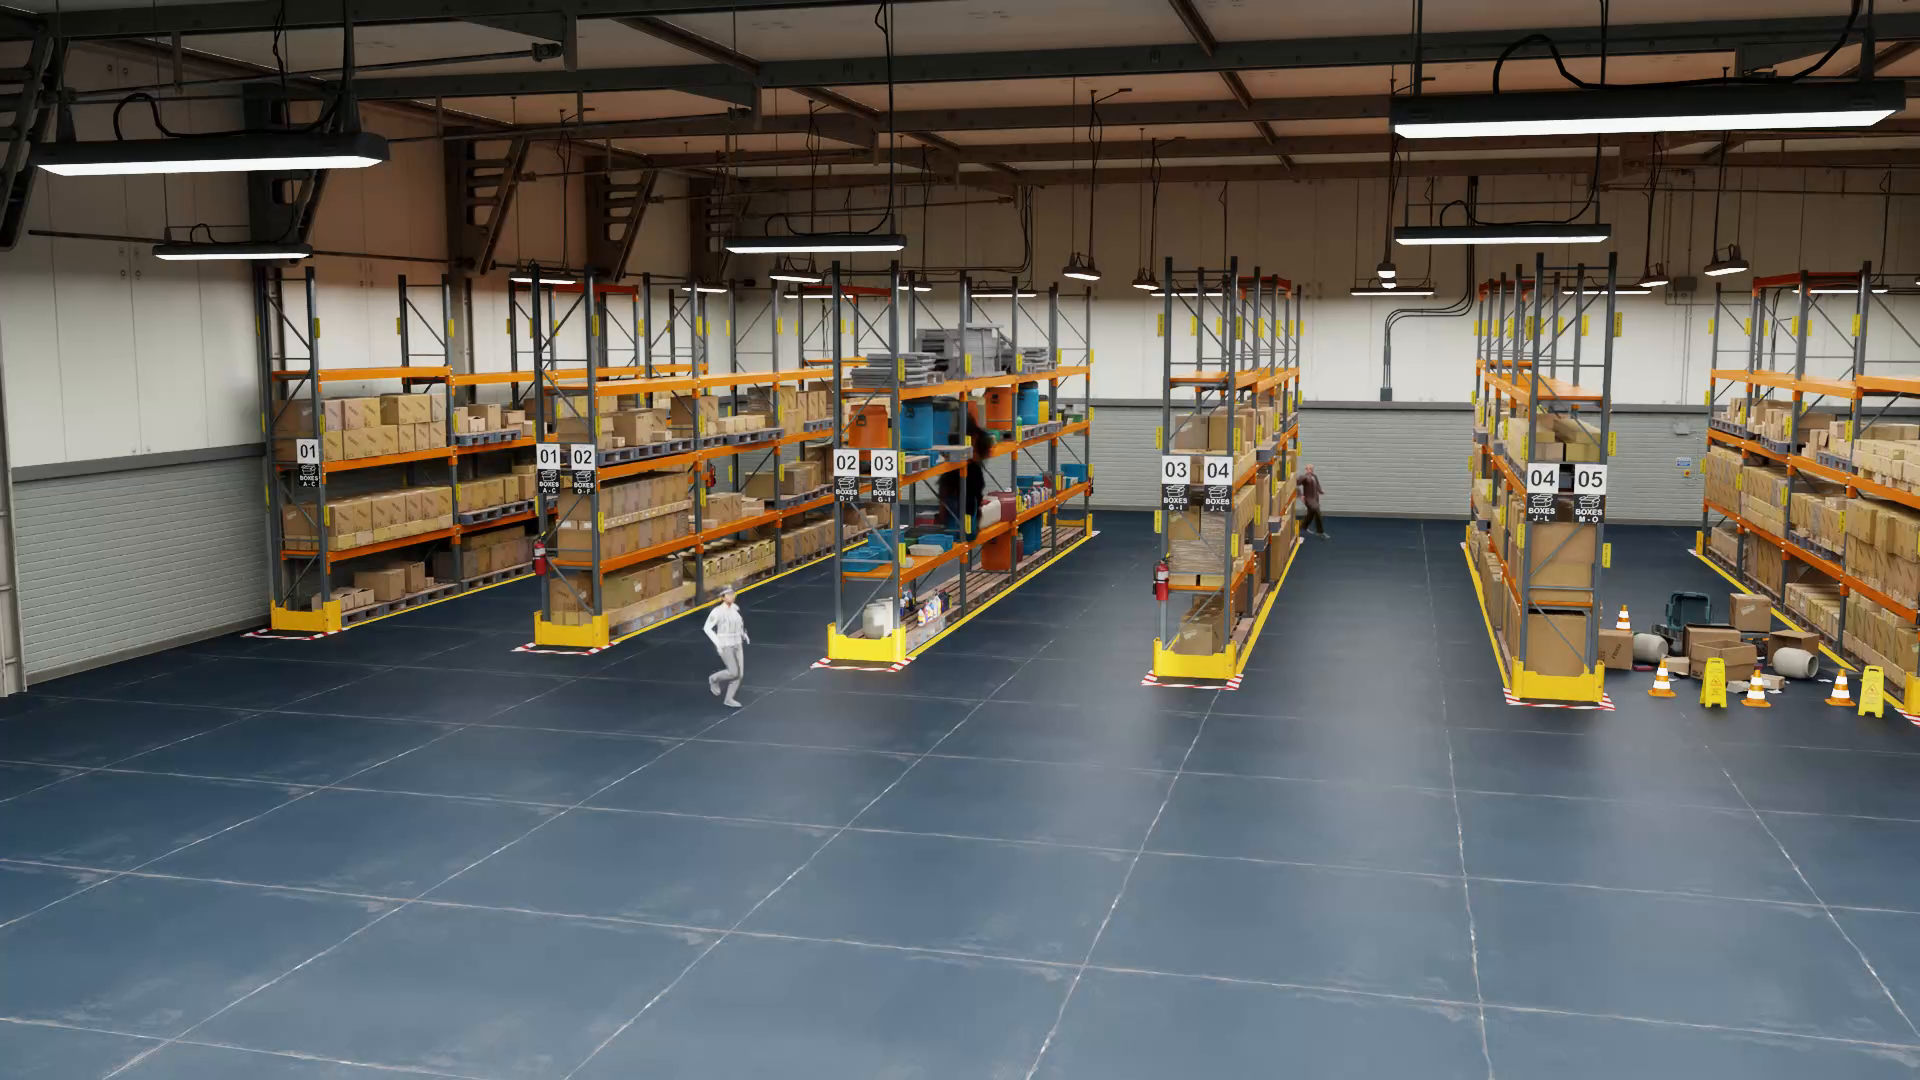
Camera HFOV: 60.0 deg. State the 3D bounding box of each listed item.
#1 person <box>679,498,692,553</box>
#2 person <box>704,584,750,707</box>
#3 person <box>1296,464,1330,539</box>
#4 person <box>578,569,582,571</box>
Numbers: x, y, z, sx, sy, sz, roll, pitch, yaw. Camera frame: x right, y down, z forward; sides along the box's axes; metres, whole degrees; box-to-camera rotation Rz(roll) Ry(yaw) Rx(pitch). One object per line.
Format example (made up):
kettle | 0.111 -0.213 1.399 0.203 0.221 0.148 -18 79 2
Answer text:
person | -5.610 -0.106 34.295 0.537 1.558 0.549 1 7 7
person | -3.075 1.395 22.127 0.544 1.649 0.631 6 10 40
person | 8.420 -0.930 39.910 0.948 1.794 0.765 7 10 42
person | -6.946 0.209 31.127 0.701 1.716 0.587 0 7 -2
